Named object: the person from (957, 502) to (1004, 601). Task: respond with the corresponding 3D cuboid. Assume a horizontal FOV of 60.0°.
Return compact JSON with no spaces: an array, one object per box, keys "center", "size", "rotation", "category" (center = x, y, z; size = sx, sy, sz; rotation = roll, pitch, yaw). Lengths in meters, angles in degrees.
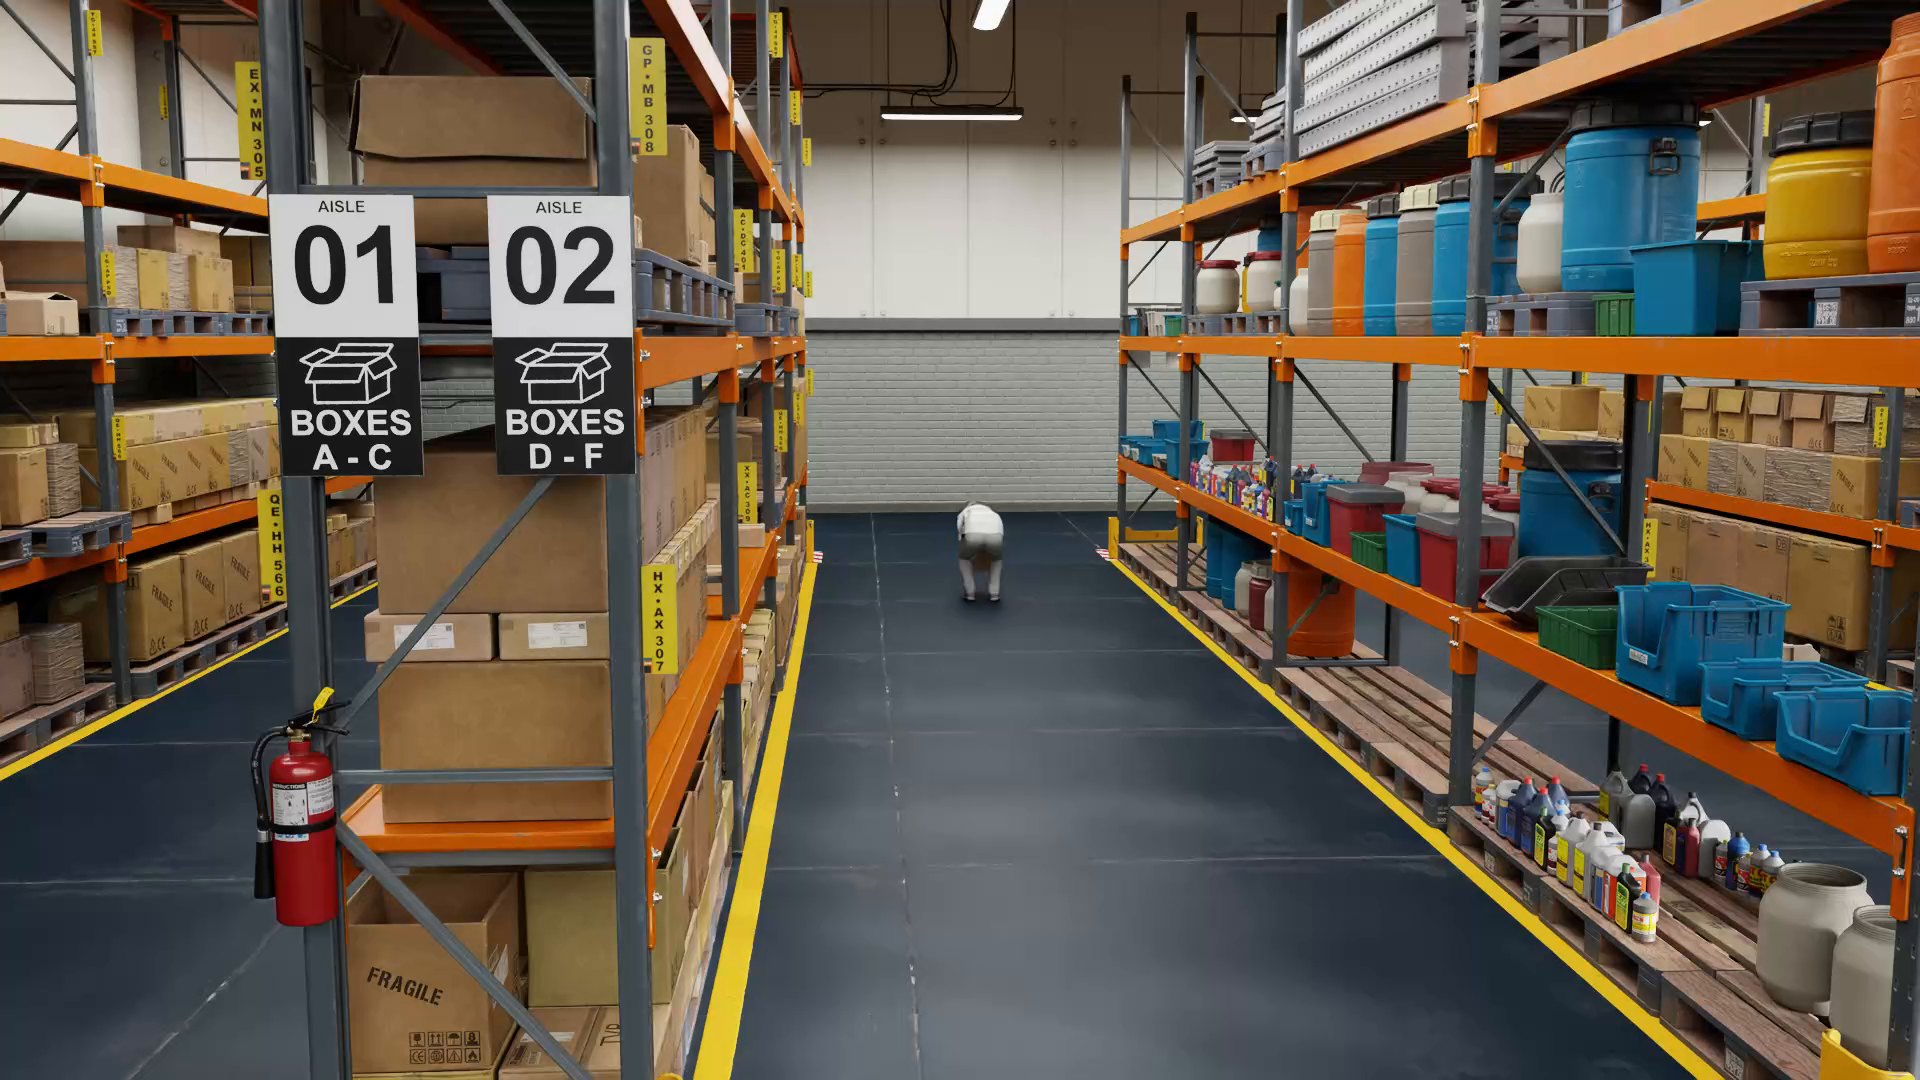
[{"center":[0.213,0.125,17.922],"size":[0.501,1.014,0.938],"rotation":[-1,7,-7],"category":"person"}]
